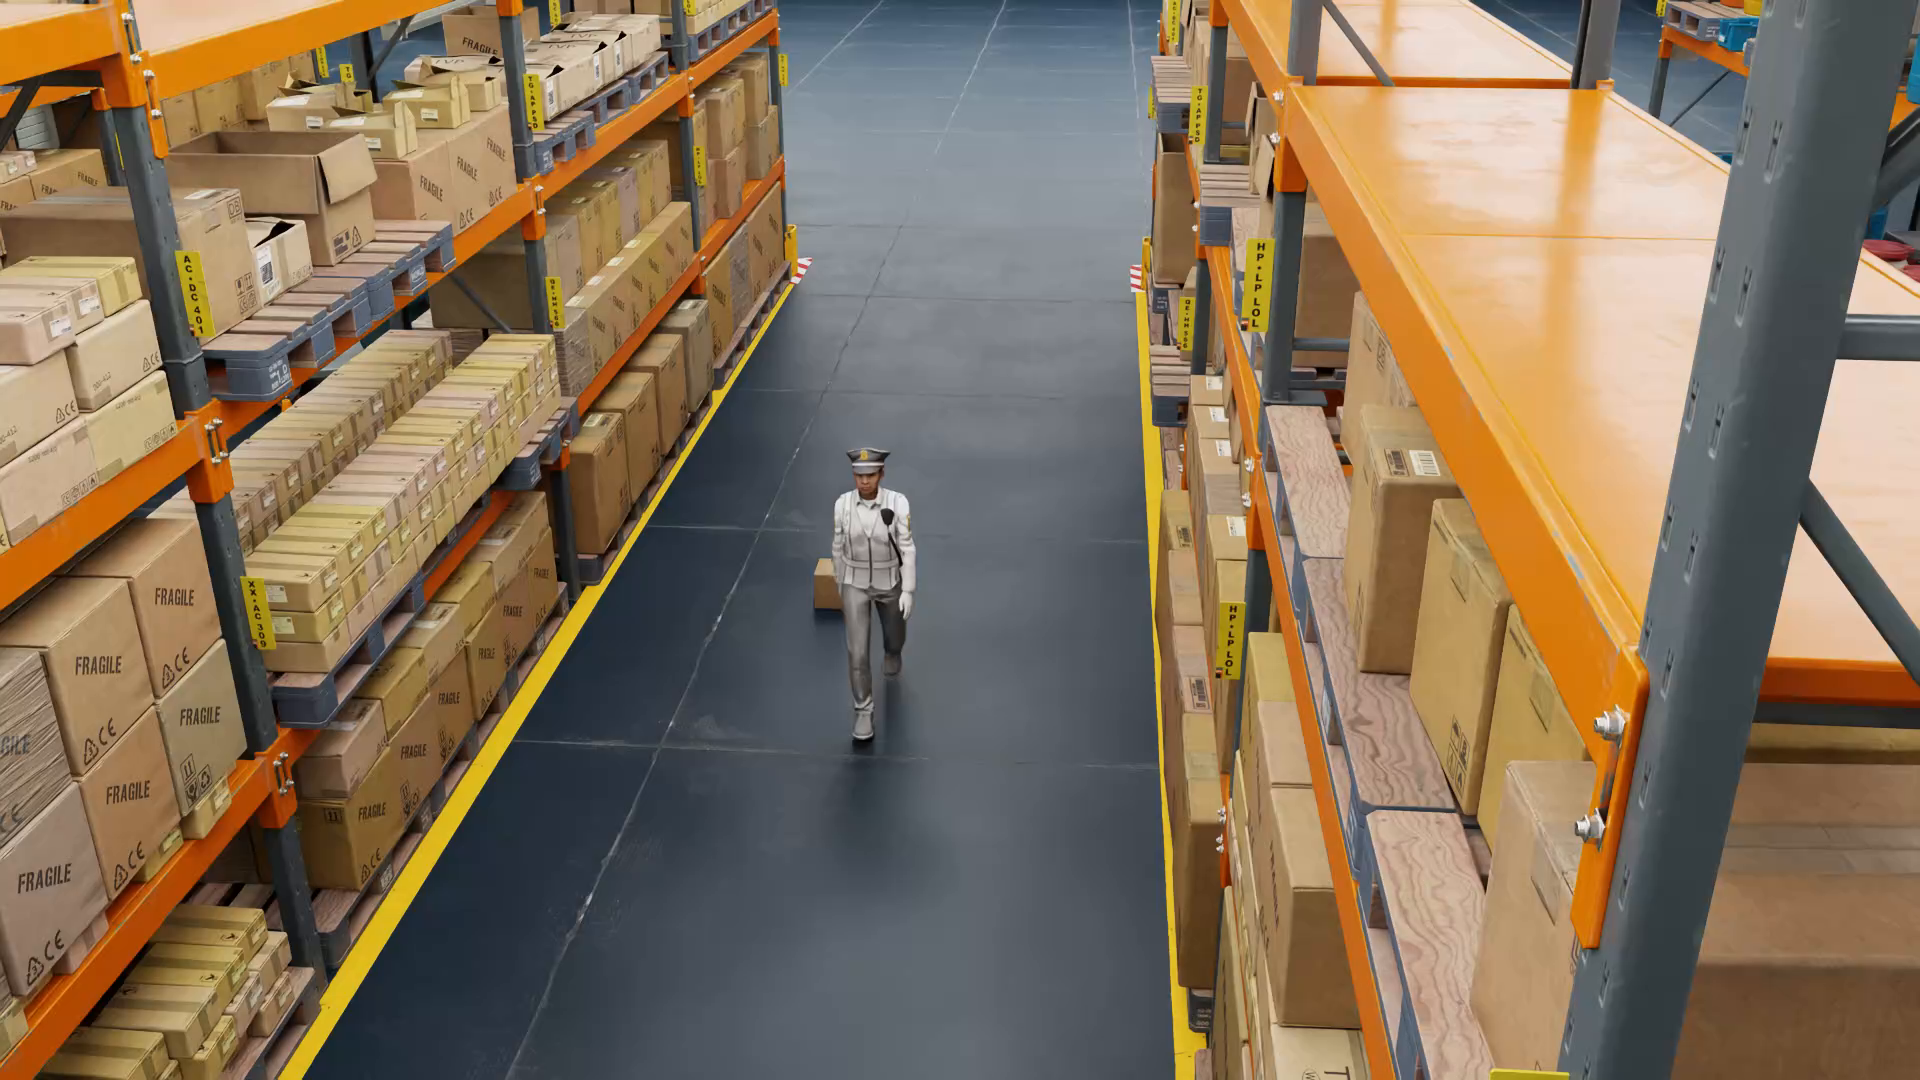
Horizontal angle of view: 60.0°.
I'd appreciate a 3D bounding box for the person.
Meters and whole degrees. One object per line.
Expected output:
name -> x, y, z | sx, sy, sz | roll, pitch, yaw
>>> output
person -> -0.487, 0.220, 9.455 | 0.479, 1.648, 0.883 | -1, 25, -1
